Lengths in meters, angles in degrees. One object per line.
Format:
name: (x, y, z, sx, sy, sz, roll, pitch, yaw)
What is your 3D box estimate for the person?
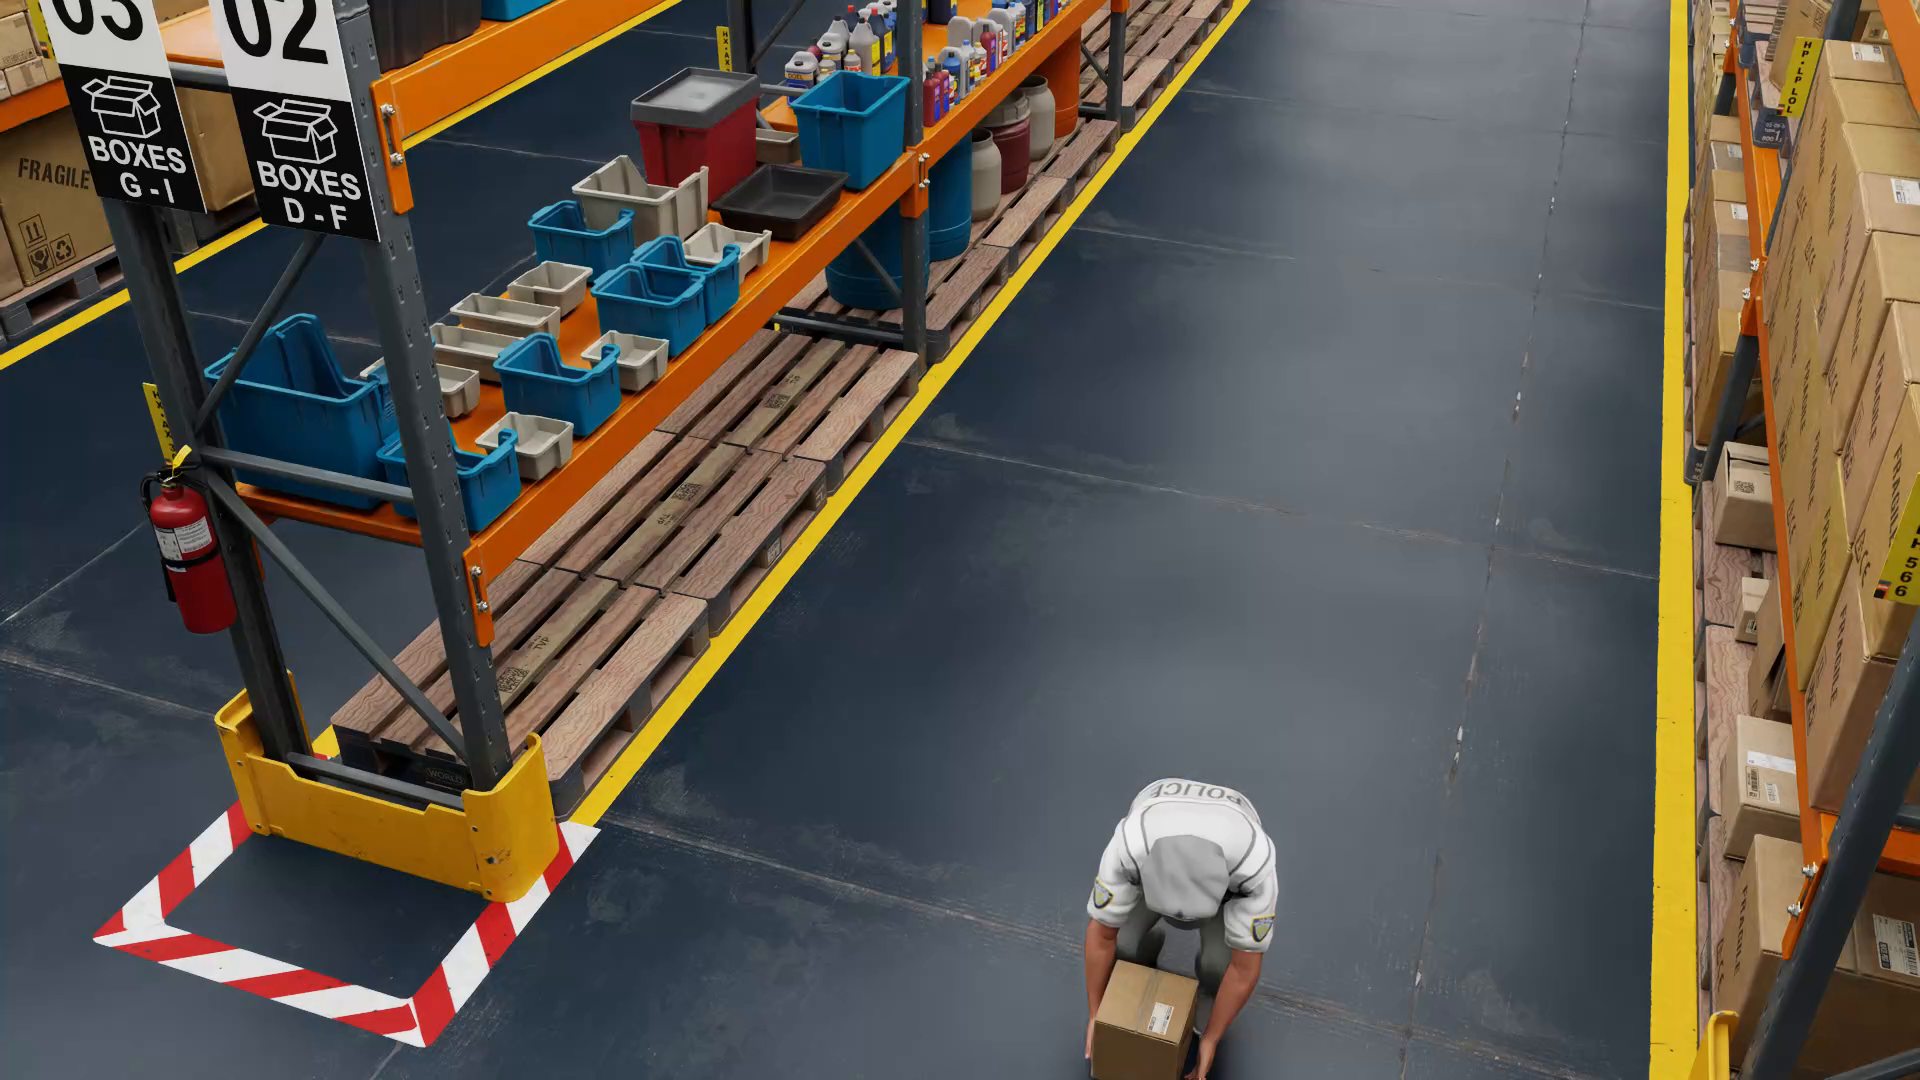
person: (0.696, 1.113, 5.106, 0.565, 1.014, 0.912, 11, 35, 16)
